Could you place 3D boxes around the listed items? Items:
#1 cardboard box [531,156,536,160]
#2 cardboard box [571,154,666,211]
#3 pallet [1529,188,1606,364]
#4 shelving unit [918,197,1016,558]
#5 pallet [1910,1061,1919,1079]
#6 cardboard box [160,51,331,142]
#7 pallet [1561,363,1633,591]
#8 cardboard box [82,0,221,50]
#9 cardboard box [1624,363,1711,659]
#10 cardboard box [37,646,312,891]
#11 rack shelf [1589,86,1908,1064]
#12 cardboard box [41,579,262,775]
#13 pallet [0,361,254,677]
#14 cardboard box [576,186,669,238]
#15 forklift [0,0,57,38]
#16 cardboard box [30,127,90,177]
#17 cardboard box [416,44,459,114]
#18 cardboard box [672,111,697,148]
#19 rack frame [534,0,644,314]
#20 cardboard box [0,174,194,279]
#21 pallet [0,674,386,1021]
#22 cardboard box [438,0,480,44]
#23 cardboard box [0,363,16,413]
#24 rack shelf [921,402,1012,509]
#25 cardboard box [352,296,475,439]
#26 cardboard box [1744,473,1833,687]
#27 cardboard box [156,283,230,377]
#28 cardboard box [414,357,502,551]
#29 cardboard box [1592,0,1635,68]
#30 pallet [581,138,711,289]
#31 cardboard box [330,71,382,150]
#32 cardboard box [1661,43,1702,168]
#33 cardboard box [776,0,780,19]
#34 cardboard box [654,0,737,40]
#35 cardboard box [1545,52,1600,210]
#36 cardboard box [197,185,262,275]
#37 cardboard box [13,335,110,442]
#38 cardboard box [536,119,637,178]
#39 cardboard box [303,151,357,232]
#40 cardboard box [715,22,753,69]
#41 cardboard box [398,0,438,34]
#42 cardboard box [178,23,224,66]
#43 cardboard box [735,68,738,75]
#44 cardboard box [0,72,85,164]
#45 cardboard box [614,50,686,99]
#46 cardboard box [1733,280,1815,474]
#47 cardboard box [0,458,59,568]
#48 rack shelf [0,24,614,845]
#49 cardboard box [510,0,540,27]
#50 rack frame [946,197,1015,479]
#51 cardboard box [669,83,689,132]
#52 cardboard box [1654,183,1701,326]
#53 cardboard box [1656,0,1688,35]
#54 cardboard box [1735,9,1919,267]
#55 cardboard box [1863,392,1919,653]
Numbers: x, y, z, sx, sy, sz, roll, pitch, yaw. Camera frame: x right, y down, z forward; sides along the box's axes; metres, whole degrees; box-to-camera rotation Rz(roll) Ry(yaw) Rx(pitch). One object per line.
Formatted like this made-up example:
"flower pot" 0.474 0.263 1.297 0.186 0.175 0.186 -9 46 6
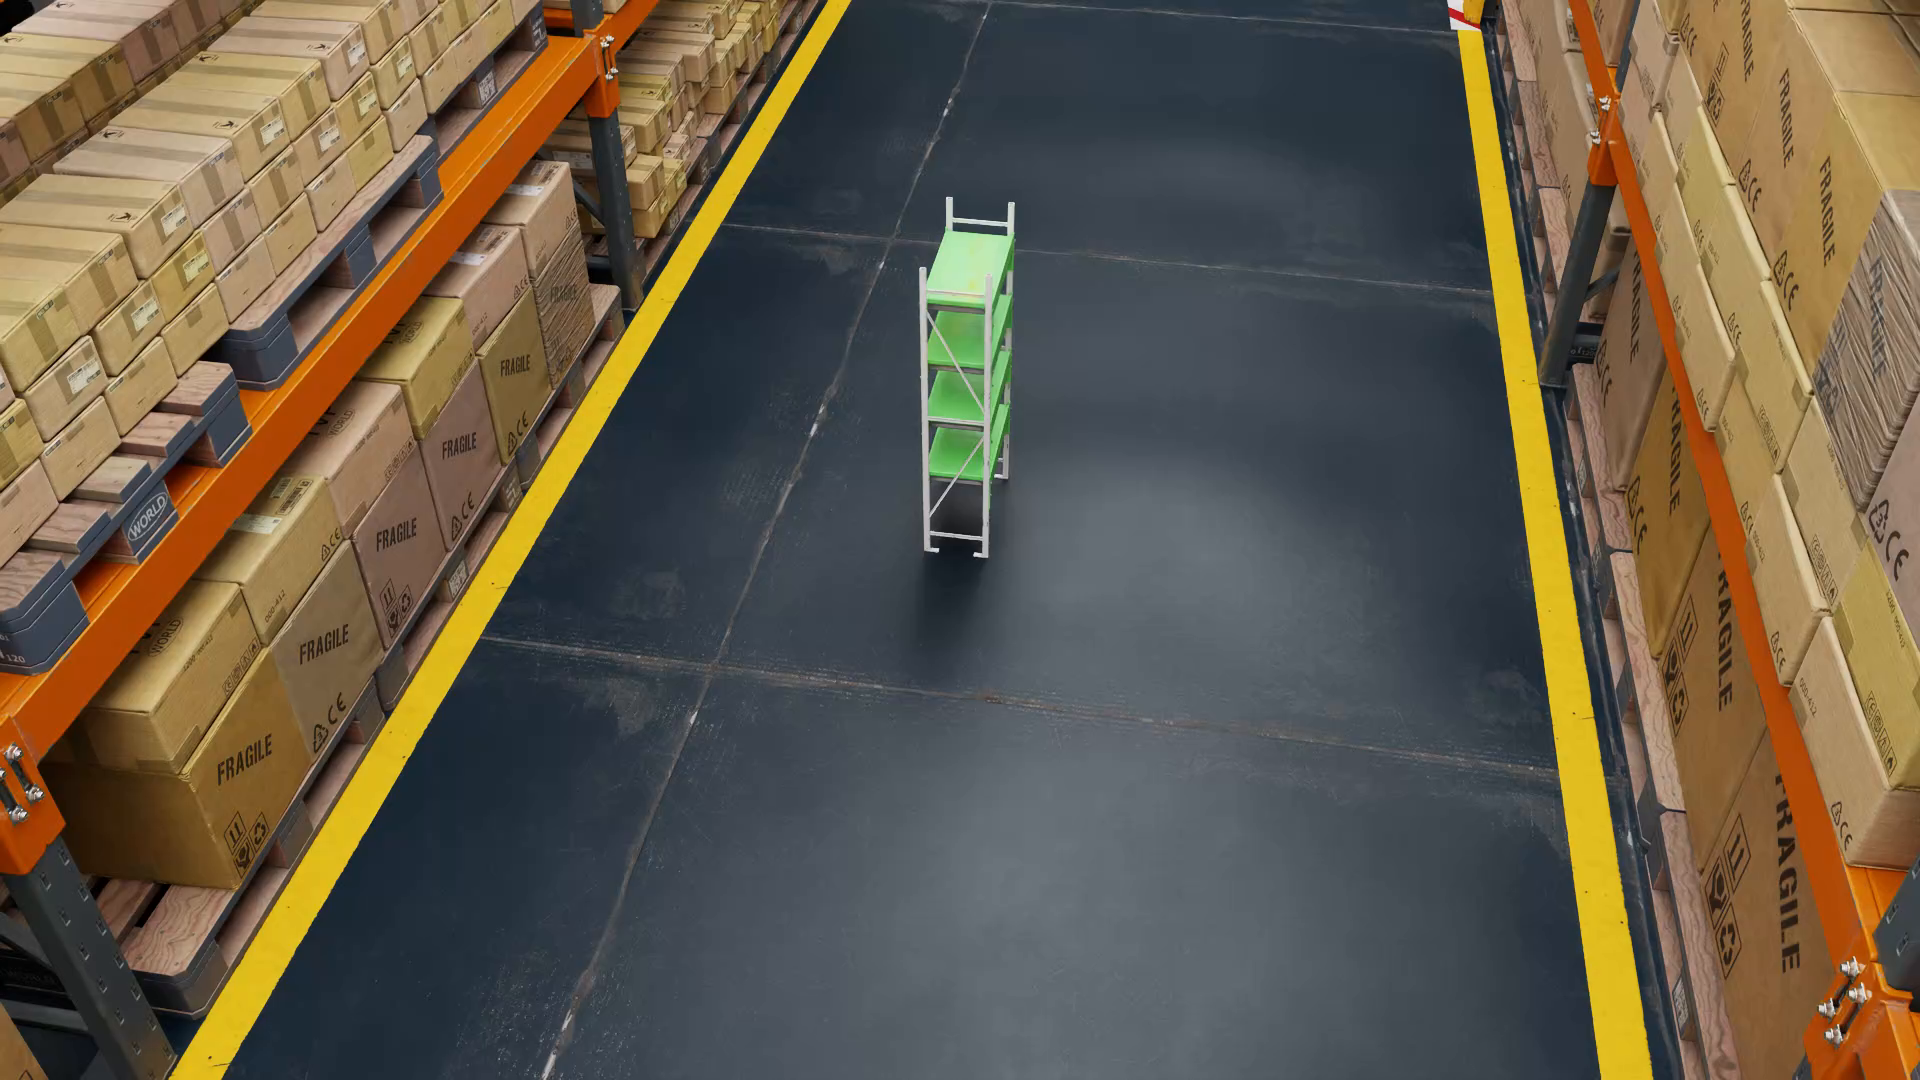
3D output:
"cardboard box" -2.165 -1.849 7.806 0.380 0.149 0.250 5 40 6
"cardboard box" -1.563 -1.637 7.550 0.380 0.149 0.250 8 40 10
"pallet" 3.161 -1.178 7.510 1.003 0.211 1.213 6 40 8
"shelving unit" 0.029 -0.566 5.993 0.258 1.200 0.503 6 40 8
"pallet" 2.241 1.259 2.524 1.213 0.211 1.003 6 40 8
"cardboard box" -2.090 -1.301 4.870 0.380 0.149 0.250 6 40 7
"pallet" 2.893 -0.217 6.347 1.003 0.211 1.213 6 40 8
"cardboard box" -2.641 -1.711 5.367 0.380 0.149 0.250 6 40 7
"cardboard box" 2.775 -0.162 5.430 0.875 0.875 0.875 7 40 9
"cardboard box" -2.259 0.629 4.767 0.500 0.500 0.500 5 40 6
"rack shelf" 2.606 -0.252 4.766 1.077 0.370 4.000 6 40 8
"cardboard box" -2.275 0.350 4.516 0.500 0.250 0.500 5 40 6
"pallet" -2.615 -0.142 4.218 1.213 0.211 1.003 6 40 8
"cardboard box" -1.561 -1.523 7.646 0.380 0.149 0.250 5 40 6
"forklift" -4.582 -2.174 6.580 1.130 2.935 3.031 8 40 9
"cardboard box" -2.775 -1.106 4.868 0.380 0.149 0.250 7 40 9
"cardboard box" -1.948 -1.584 5.680 0.380 0.149 0.250 4 40 5
"cardboard box" -1.529 -2.017 8.243 0.380 0.149 0.250 6 40 7
"rack frame" -1.941 -2.267 6.638 1.000 3.000 0.127 6 40 8
"cardboard box" -2.225 -0.808 4.274 0.380 0.149 0.250 5 40 6
"pallet" -2.496 0.828 5.083 1.003 0.211 1.213 6 40 8
"cardboard box" -1.905 -1.854 5.773 0.380 0.149 0.250 8 40 10
"cardboard box" -2.362 -0.322 3.687 0.380 0.149 0.250 6 40 8
"rack shelf" 0.029 -0.332 6.187 0.258 0.148 0.480 6 40 8
"cardboard box" -2.000 -0.605 5.671 0.500 0.250 0.500 5 40 6
"cardboard box" 2.165 0.115 3.874 0.500 0.250 0.500 7 40 8
"cardboard box" -2.219 -0.588 4.474 0.380 0.149 0.250 8 40 10
"cardboard box" -2.003 -0.330 5.927 0.500 0.500 0.500 6 40 7
"cardboard box" 2.780 -2.142 6.409 0.500 0.500 0.500 7 40 8
"pallet" -1.859 -1.618 8.041 1.003 0.211 1.213 6 40 8
"cardboard box" -2.040 -1.347 5.160 0.380 0.149 0.250 7 40 8
"cardboard box" 2.536 -1.344 5.247 0.500 0.250 0.500 7 40 8
"cardboard box" -1.240 -3.002 9.434 0.380 0.149 0.250 7 40 8
"cardboard box" -1.382 -2.731 8.640 0.380 0.149 0.250 7 40 8
"cardboard box" 3.321 -1.903 7.879 0.875 0.438 0.875 5 40 6
"cardboard box" -2.176 -0.870 4.583 0.380 0.149 0.250 6 40 8
"cardboard box" -2.307 -0.388 3.999 0.380 0.149 0.250 8 40 10
"cardboard box" -1.677 -1.753 7.457 0.380 0.149 0.250 8 40 9
"cardboard box" -2.083 -1.076 5.065 0.380 0.149 0.250 5 40 6
"cardboard box" -1.307 -2.605 8.721 0.380 0.149 0.250 7 40 8
"cardboard box" -1.956 -1.792 5.465 0.380 0.149 0.250 6 40 8
"cardboard box" -2.638 -1.593 5.456 0.380 0.149 0.250 8 40 9
"cardboard box" -1.407 -2.515 8.846 0.380 0.149 0.250 7 40 9
"cardboard box" -2.774 -1.220 4.773 0.380 0.149 0.250 8 40 10
"cardboard box" -1.553 -2.249 8.057 0.380 0.149 0.250 5 40 7
"cardboard box" 2.247 -0.387 4.089 0.500 0.250 0.500 5 40 7
"cardboard box" -2.357 -0.080 3.861 0.380 0.149 0.250 6 40 7
"rack shelf" -2.287 -0.735 5.349 1.077 0.370 4.000 6 40 8
"cardboard box" -1.815 -2.061 6.256 0.380 0.149 0.250 6 40 7
"rack frame" 0.071 -0.719 6.179 0.240 1.200 0.015 6 40 8
"cardboard box" -1.551 -2.132 8.149 0.380 0.149 0.250 4 40 5
"cardboard box" 2.423 -0.835 5.024 0.500 0.250 0.500 6 40 7
"cardboard box" 2.593 -1.964 5.408 0.500 0.500 0.500 7 40 8
"cardboard box" 2.359 -1.002 4.245 0.500 0.500 0.500 6 40 7
"cardboard box" 2.092 -0.051 3.095 0.500 0.500 0.500 5 40 6
